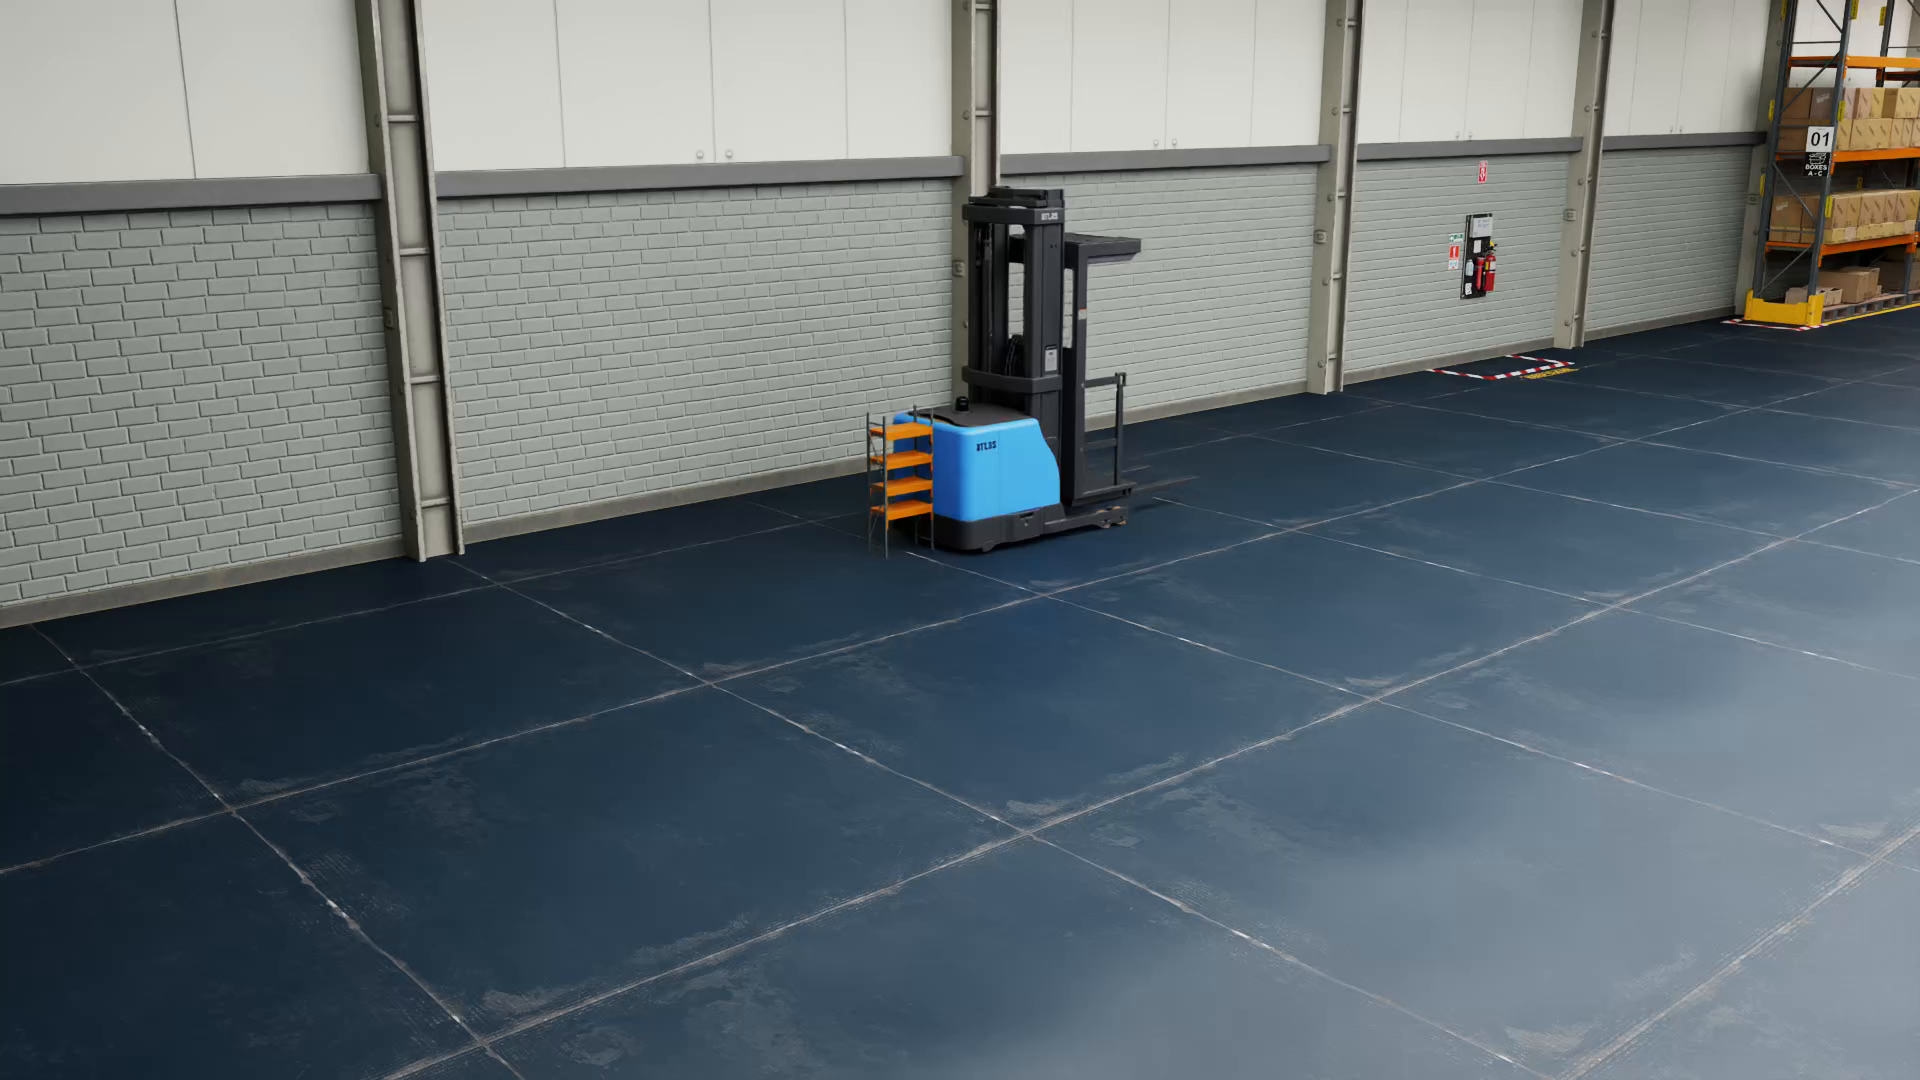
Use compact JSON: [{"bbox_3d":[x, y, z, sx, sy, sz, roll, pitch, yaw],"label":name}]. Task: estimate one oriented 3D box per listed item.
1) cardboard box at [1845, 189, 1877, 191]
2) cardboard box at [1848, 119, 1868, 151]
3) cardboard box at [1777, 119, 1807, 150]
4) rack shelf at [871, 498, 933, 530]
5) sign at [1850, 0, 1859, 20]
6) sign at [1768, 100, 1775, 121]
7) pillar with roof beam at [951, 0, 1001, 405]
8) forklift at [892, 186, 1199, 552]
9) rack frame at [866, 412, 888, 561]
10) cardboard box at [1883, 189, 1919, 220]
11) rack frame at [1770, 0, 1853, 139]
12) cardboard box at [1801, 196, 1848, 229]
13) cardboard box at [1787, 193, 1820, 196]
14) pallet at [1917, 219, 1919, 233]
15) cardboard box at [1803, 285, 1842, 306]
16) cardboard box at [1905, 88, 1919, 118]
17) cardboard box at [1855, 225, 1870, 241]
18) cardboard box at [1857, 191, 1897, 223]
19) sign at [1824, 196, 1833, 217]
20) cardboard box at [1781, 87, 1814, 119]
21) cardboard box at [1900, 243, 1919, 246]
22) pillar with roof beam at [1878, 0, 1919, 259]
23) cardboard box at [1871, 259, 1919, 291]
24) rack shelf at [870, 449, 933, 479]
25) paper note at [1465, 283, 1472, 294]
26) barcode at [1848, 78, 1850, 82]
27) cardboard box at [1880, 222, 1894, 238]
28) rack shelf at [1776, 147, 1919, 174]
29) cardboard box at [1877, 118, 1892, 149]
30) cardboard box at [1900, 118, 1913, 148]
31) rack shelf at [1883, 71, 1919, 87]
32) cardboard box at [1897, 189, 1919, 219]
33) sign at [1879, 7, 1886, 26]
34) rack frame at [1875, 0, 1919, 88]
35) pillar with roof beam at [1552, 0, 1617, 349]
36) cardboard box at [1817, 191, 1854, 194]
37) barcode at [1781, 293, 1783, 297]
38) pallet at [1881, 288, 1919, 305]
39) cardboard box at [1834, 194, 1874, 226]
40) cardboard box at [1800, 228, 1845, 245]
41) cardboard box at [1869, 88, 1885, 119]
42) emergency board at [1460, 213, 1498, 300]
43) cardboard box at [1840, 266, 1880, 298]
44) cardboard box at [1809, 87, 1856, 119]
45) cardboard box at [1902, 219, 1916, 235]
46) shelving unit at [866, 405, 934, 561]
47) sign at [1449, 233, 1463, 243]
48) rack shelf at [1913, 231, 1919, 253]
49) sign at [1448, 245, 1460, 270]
[{"bbox_3d":[15.913,-5.963,29.560,0.500,0.500,0.500,-13,20,-40],"label":"cardboard box"},{"bbox_3d":[14.625,-6.711,27.517,0.500,0.500,0.500,-11,19,-36],"label":"cardboard box"},{"bbox_3d":[13.929,-6.739,27.621,0.500,0.500,0.500,-11,18,-35],"label":"cardboard box"},{"bbox_3d":[-0.489,-0.219,13.776,0.480,0.148,0.258,-12,19,-38],"label":"rack shelf"},{"bbox_3d":[14.136,-8.394,26.274,0.005,0.325,0.100,-13,19,-39],"label":"sign"},{"bbox_3d":[13.431,-7.100,27.491,0.005,0.325,0.100,-13,19,-39],"label":"sign"},{"bbox_3d":[2.987,-4.410,13.322,0.400,9.000,9.100,-13,19,-39],"label":"pillar with roof beam"},{"bbox_3d":[0.872,-1.609,14.592,3.031,2.935,1.130,-12,19,-38],"label":"forklift"},{"bbox_3d":[-0.676,-0.436,13.556,0.015,1.200,0.240,-12,19,-38],"label":"rack frame"},{"bbox_3d":[16.644,-5.949,29.506,0.500,0.500,0.500,-13,20,-39],"label":"cardboard box"},{"bbox_3d":[13.780,-8.010,26.801,0.127,3.000,1.000,-13,19,-39],"label":"rack frame"},{"bbox_3d":[14.338,-5.434,27.579,0.500,0.500,0.500,-13,19,-39],"label":"cardboard box"},{"bbox_3d":[14.382,-5.616,28.261,0.500,0.500,0.500,-12,19,-39],"label":"cardboard box"},{"bbox_3d":[17.470,-5.798,30.515,1.213,0.211,1.003,-13,19,-39],"label":"pallet"},{"bbox_3d":[14.791,-4.222,28.600,0.500,0.311,0.500,-11,18,-35],"label":"cardboard box"},{"bbox_3d":[16.189,-7.547,28.707,0.500,0.500,0.500,-11,19,-36],"label":"cardboard box"},{"bbox_3d":[15.127,-5.246,28.328,0.500,0.250,0.500,-13,20,-40],"label":"cardboard box"},{"bbox_3d":[15.884,-5.780,28.874,0.500,0.500,0.500,-13,20,-41],"label":"cardboard box"},{"bbox_3d":[14.136,-5.424,27.068,0.005,0.325,0.100,-13,19,-39],"label":"sign"},{"bbox_3d":[13.934,-7.226,27.507,0.500,0.500,0.500,-12,19,-37],"label":"cardboard box"},{"bbox_3d":[18.062,-5.449,31.374,0.500,0.250,0.500,-13,20,-41],"label":"cardboard box"},{"bbox_3d":[21.093,-8.475,28.543,0.400,9.000,9.100,-13,19,-39],"label":"pillar with roof beam"},{"bbox_3d":[17.342,-4.922,30.856,0.500,0.500,0.700,-12,19,-38],"label":"cardboard box"},{"bbox_3d":[-0.489,-0.627,13.667,0.480,0.148,0.258,-12,19,-38],"label":"rack shelf"},{"bbox_3d":[7.146,-3.529,23.356,0.142,0.148,0.016,-13,19,-39],"label":"paper note"},{"bbox_3d":[15.467,-8.005,28.911,0.075,0.075,0.001,-13,19,-39],"label":"barcode"},{"bbox_3d":[15.889,-5.416,28.967,0.500,0.250,0.500,-13,20,-40],"label":"cardboard box"},{"bbox_3d":[15.289,-6.552,28.549,4.000,0.370,1.077,-13,19,-39],"label":"rack shelf"},{"bbox_3d":[15.404,-6.895,28.204,0.500,0.500,0.500,-11,19,-36],"label":"cardboard box"},{"bbox_3d":[16.189,-7.080,28.897,0.500,0.500,0.500,14,20,42],"label":"cardboard box"},{"bbox_3d":[18.306,-8.486,30.750,4.000,0.370,1.077,-13,19,-39],"label":"rack shelf"},{"bbox_3d":[17.204,-6.130,30.340,0.500,0.500,0.700,-13,19,-39],"label":"cardboard box"},{"bbox_3d":[16.429,-9.323,29.597,0.005,0.325,0.100,-13,19,-39],"label":"sign"},{"bbox_3d":[16.798,-8.688,29.337,0.127,3.000,1.000,-13,19,-39],"label":"rack frame"},{"bbox_3d":[12.040,-6.443,20.932,0.400,9.000,9.100,-13,19,-39],"label":"pillar with roof beam"},{"bbox_3d":[15.149,-5.790,28.911,0.500,0.500,0.500,-12,19,-39],"label":"cardboard box"},{"bbox_3d":[14.112,-4.210,28.540,0.075,0.075,0.001,-13,19,-39],"label":"barcode"},{"bbox_3d":[17.384,-4.574,30.966,1.213,0.211,1.003,-13,19,-39],"label":"pallet"},{"bbox_3d":[15.111,-5.602,28.208,0.500,0.500,0.500,-13,20,-41],"label":"cardboard box"},{"bbox_3d":[14.357,-5.070,27.670,0.500,0.250,0.500,-13,20,-41],"label":"cardboard box"},{"bbox_3d":[15.021,-7.284,27.725,0.500,0.500,0.500,-12,19,-38],"label":"cardboard box"},{"bbox_3d":[7.325,-3.971,23.305,0.643,1.169,0.194,-13,19,-39],"label":"emergency board"},{"bbox_3d":[16.041,-4.611,29.690,0.500,0.500,0.500,14,21,43],"label":"cardboard box"},{"bbox_3d":[14.230,-7.120,27.111,0.500,0.500,0.500,14,21,43],"label":"cardboard box"},{"bbox_3d":[16.639,-5.587,29.607,0.500,0.250,0.500,-13,19,-39],"label":"cardboard box"},{"bbox_3d":[-0.489,-0.476,13.708,0.503,1.200,0.258,-12,19,-38],"label":"shelving unit"},{"bbox_3d":[6.849,-4.170,22.952,0.331,0.109,0.001,-13,19,-39],"label":"sign"},{"bbox_3d":[18.306,-5.781,31.473,4.000,0.370,1.077,-13,19,-39],"label":"rack shelf"},{"bbox_3d":[6.840,-3.915,23.024,0.234,0.329,0.001,-13,19,-39],"label":"sign"}]
